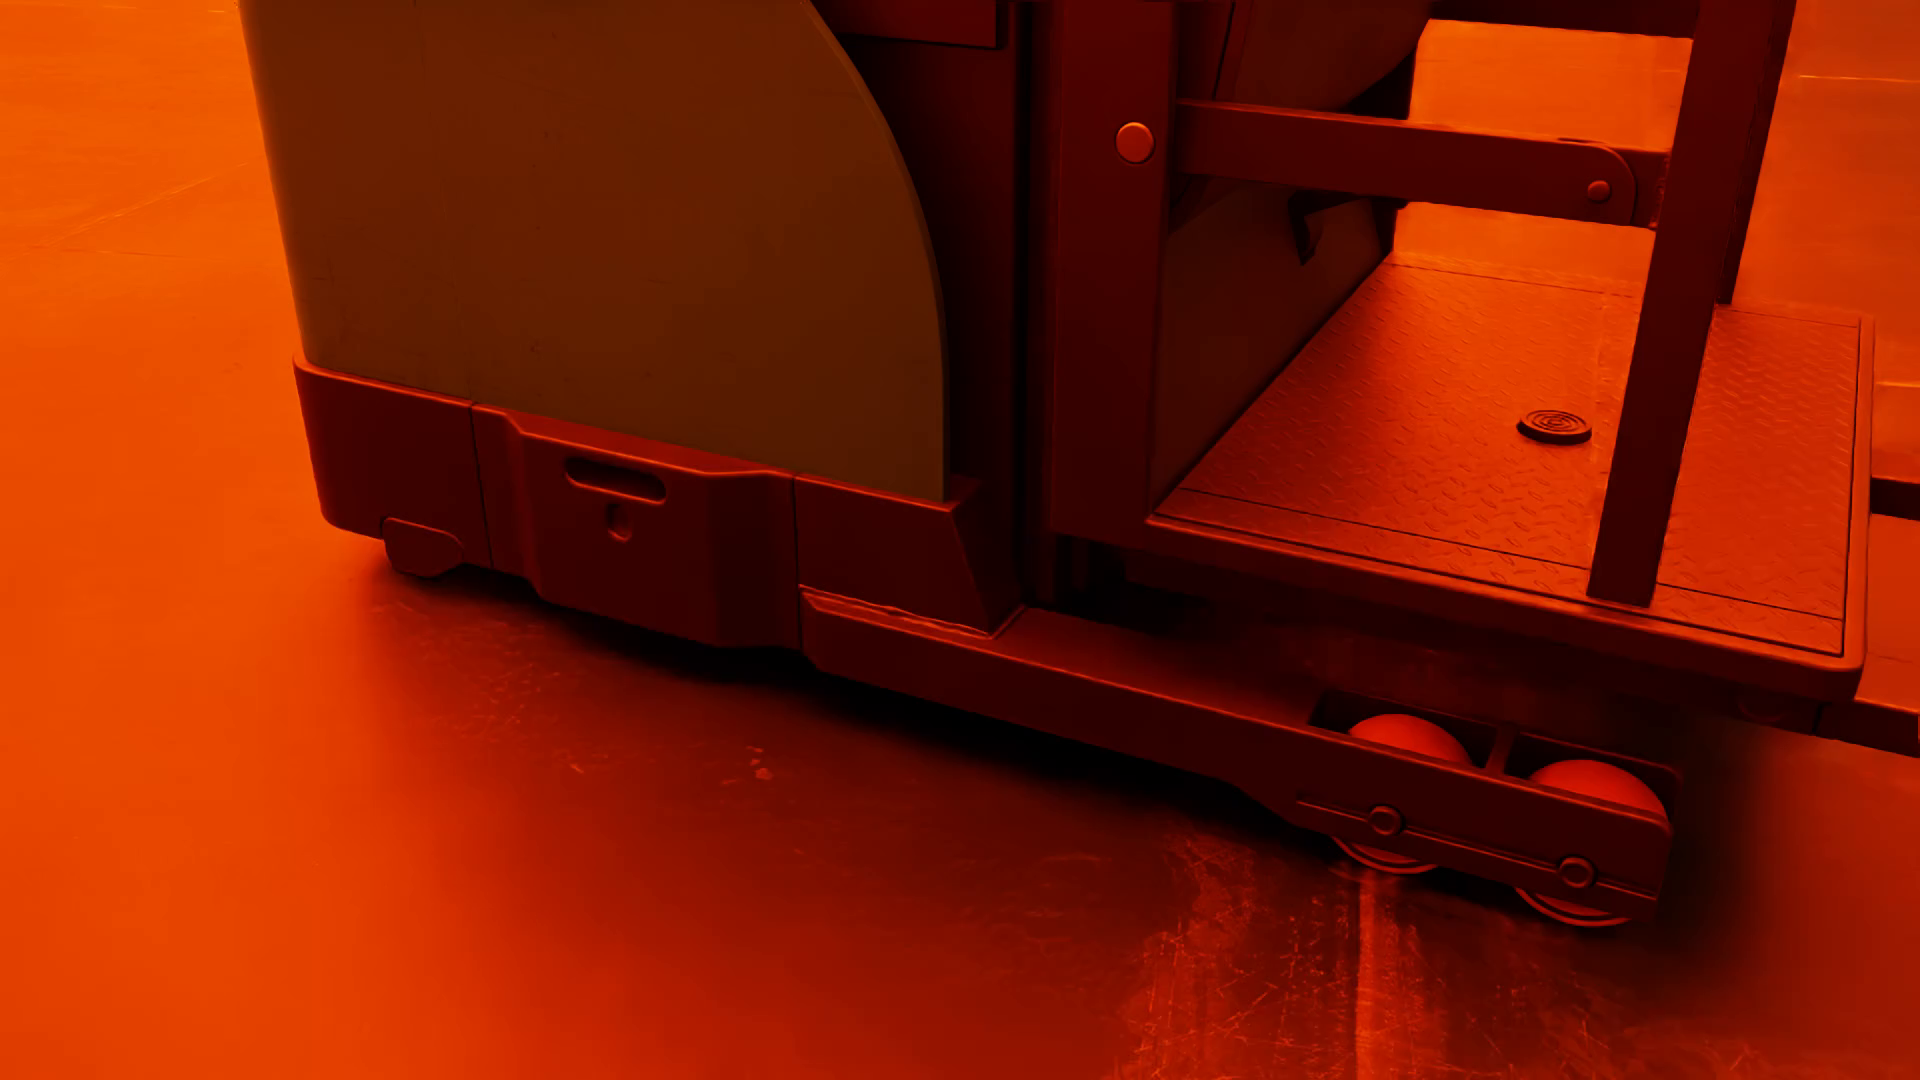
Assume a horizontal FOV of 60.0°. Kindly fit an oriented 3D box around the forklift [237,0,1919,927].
[{"bbox_3d":[0.616,-1.185,1.595,3.031,2.935,1.130,13,29,24],"label":"forklift"}]
